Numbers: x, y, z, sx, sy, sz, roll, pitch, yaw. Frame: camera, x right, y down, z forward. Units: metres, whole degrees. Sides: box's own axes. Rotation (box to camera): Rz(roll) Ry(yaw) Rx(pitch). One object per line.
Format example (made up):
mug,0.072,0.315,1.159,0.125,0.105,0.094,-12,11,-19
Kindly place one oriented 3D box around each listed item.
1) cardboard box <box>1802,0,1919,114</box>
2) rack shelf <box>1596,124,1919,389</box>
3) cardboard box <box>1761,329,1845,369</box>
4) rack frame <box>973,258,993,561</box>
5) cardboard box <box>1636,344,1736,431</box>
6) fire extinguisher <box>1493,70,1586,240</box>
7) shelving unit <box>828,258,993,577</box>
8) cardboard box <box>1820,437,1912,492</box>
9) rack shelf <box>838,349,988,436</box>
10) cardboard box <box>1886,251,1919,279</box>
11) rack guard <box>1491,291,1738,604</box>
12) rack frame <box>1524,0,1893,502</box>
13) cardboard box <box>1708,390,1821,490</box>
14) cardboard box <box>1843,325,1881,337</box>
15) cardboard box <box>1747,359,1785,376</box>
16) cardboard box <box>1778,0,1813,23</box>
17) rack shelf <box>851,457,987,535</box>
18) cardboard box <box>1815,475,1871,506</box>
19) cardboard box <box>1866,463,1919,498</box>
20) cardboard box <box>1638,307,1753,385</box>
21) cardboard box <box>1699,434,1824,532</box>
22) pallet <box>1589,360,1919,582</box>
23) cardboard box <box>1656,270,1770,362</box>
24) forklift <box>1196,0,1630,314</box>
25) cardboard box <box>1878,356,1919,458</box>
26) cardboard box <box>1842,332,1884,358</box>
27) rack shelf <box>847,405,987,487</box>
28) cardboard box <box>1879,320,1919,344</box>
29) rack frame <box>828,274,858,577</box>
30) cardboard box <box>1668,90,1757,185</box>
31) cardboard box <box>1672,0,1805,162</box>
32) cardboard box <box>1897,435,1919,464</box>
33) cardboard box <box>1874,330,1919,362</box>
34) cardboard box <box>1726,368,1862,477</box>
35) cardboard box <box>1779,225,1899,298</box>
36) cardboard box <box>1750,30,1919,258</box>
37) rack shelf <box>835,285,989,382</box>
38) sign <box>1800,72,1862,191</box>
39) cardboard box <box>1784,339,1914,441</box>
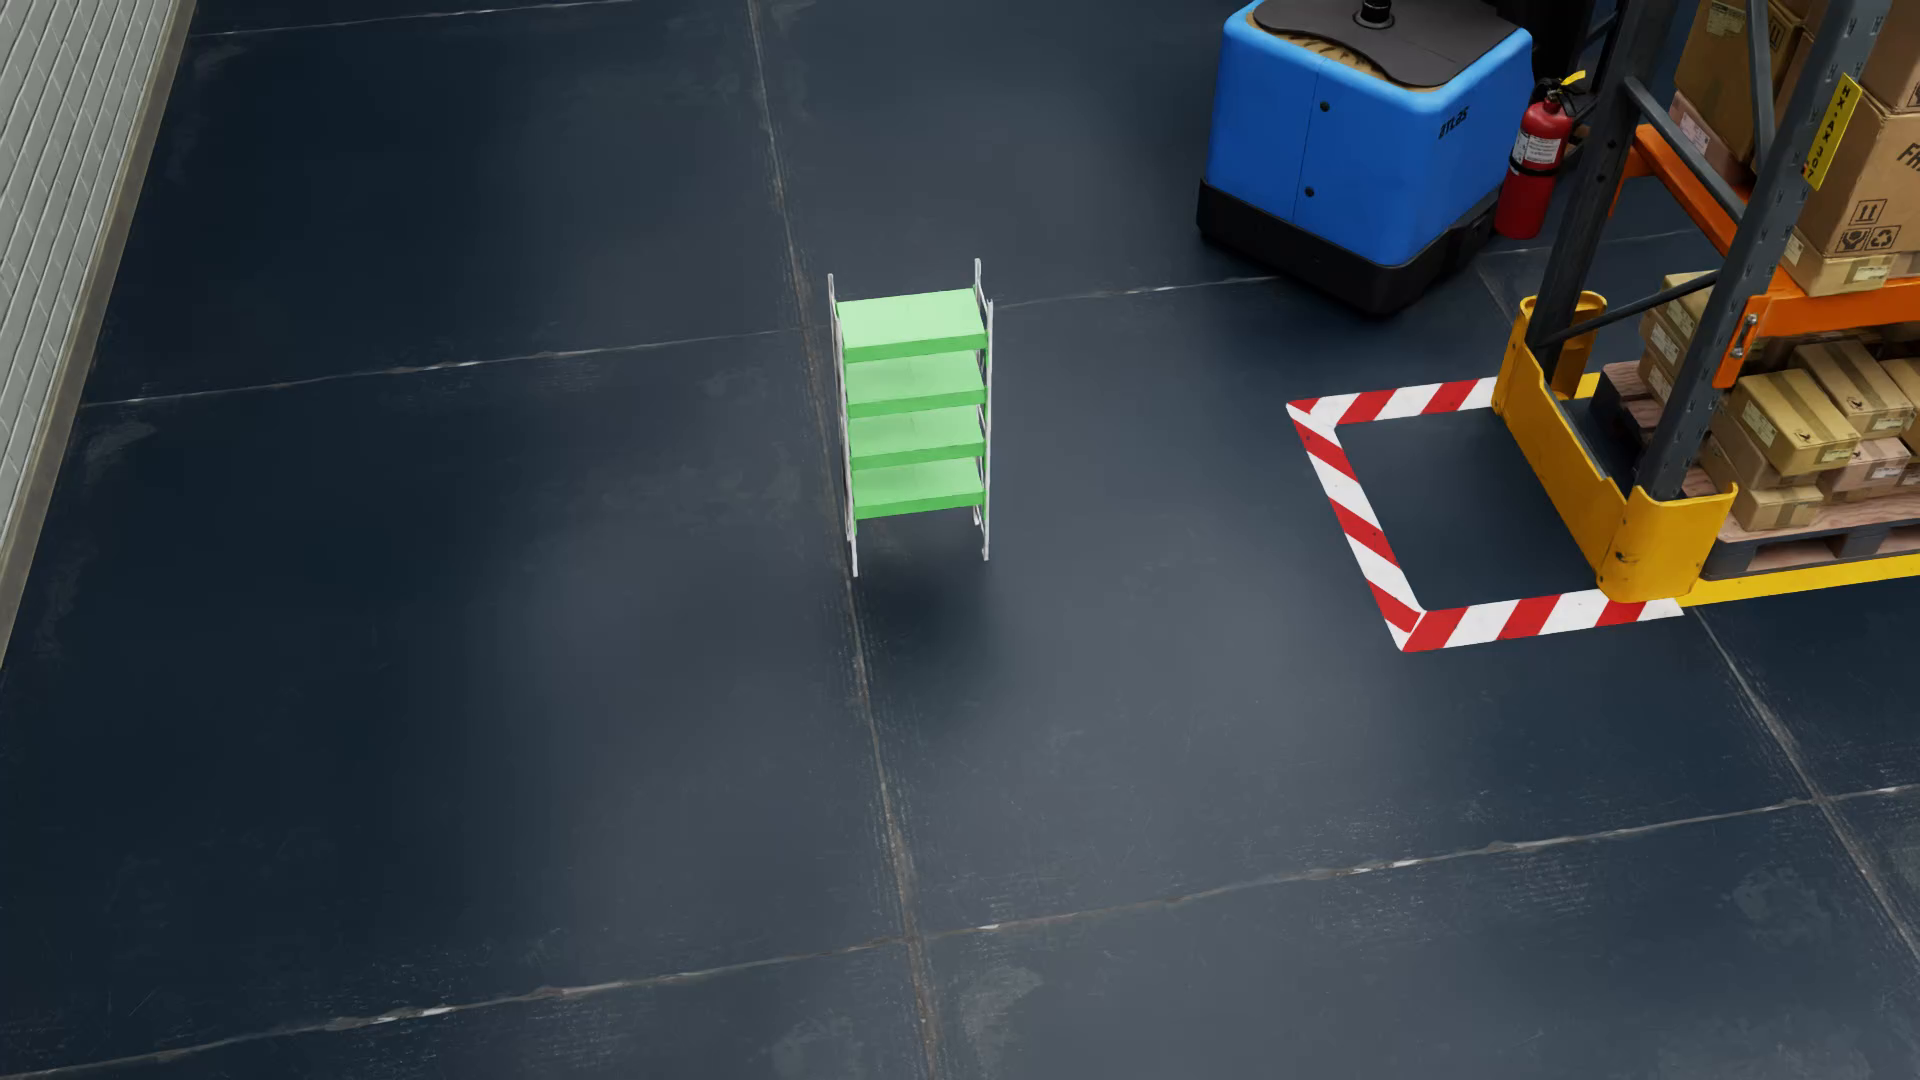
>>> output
cardboard box,2.837,-1.581,4.720,0.500,0.500,0.500,-7,47,-7
rack shelf,4.320,-1.226,5.848,4.000,0.370,1.077,-7,46,-7
cardboard box,3.085,-0.828,6.239,0.250,0.149,0.380,-6,46,-6
rack frame,0.077,-0.426,5.827,0.015,1.200,0.240,-7,46,-7
cardboard box,2.833,-0.599,6.432,0.250,0.149,0.380,-6,46,-6
fire extinguisher,2.023,-1.370,5.800,0.183,0.674,0.296,-7,46,-7
shelving unit,-0.163,-0.396,5.798,0.503,1.200,0.258,-7,46,-7
cardboard box,3.189,-0.365,6.000,0.250,0.149,0.380,-7,47,-7
rack shelf,-0.163,-0.518,5.672,0.480,0.148,0.258,-7,46,-7
cardboard box,2.968,-1.010,5.315,0.250,0.149,0.380,-6,46,-5
rack guard,2.424,-0.372,6.261,0.348,0.500,1.175,-7,46,-7
rack frame,2.349,-1.230,5.352,0.127,3.000,1.000,-7,46,-7
cardboard box,2.910,-0.372,6.007,0.250,0.149,0.380,-5,46,-5
cardboard box,3.319,-0.950,6.357,0.250,0.149,0.380,-8,47,-8
cardboard box,3.088,-0.751,6.372,0.250,0.149,0.380,-8,47,-8
cardboard box,2.758,-1.947,5.073,0.500,0.500,0.500,-8,47,-8
rack shelf,-0.163,-0.185,6.017,0.480,0.148,0.258,-7,46,-7
cardboard box,3.164,-0.314,6.157,0.250,0.149,0.380,-7,47,-7
cardboard box,3.408,-0.349,6.191,0.250,0.149,0.380,-7,46,-6
cardboard box,2.821,-0.757,6.378,0.250,0.149,0.380,-8,47,-8
cardboard box,2.920,-0.223,6.070,0.250,0.149,0.380,-6,46,-6
pallet,3.231,-0.346,6.437,1.213,0.211,1.003,-7,46,-7
cardboard box,2.828,-0.838,6.249,0.250,0.149,0.380,-7,46,-6
forklift,2.427,-2.961,7.068,1.130,2.935,3.031,33,54,28
cardboard box,3.445,-0.475,5.900,0.250,0.149,0.380,-7,47,-7
cardboard box,3.333,-0.822,6.440,0.250,0.149,0.380,-9,47,-8
rack shelf,-0.163,-0.352,5.844,0.480,0.148,0.258,-7,46,-7
cardboard box,3.585,-0.936,6.344,0.250,0.149,0.380,-9,47,-8
rack frame,-0.404,-0.366,5.769,0.015,1.200,0.240,-7,46,-7
cardboard box,2.623,-1.383,5.674,0.250,0.149,0.380,-7,46,-7
cardboard box,2.748,-1.605,5.438,0.500,0.500,0.500,-6,46,-6
cardboard box,3.415,-0.458,6.090,0.250,0.149,0.380,-7,46,-6
cardboard box,3.615,-0.782,6.402,0.250,0.149,0.380,-8,47,-7
cardboard box,2.924,-0.416,5.843,0.250,0.149,0.380,-9,47,-9
cardboard box,2.725,-0.950,5.257,0.250,0.149,0.380,-7,47,-7
cardboard box,2.839,-1.227,5.073,0.500,0.500,0.500,-5,46,-5
rack shelf,-0.163,-0.685,5.499,0.480,0.148,0.258,-7,46,-7
sign,2.442,-1.145,4.669,0.005,0.325,0.100,-7,46,-7
cardboard box,3.175,-0.535,5.958,0.250,0.149,0.380,-6,46,-6
